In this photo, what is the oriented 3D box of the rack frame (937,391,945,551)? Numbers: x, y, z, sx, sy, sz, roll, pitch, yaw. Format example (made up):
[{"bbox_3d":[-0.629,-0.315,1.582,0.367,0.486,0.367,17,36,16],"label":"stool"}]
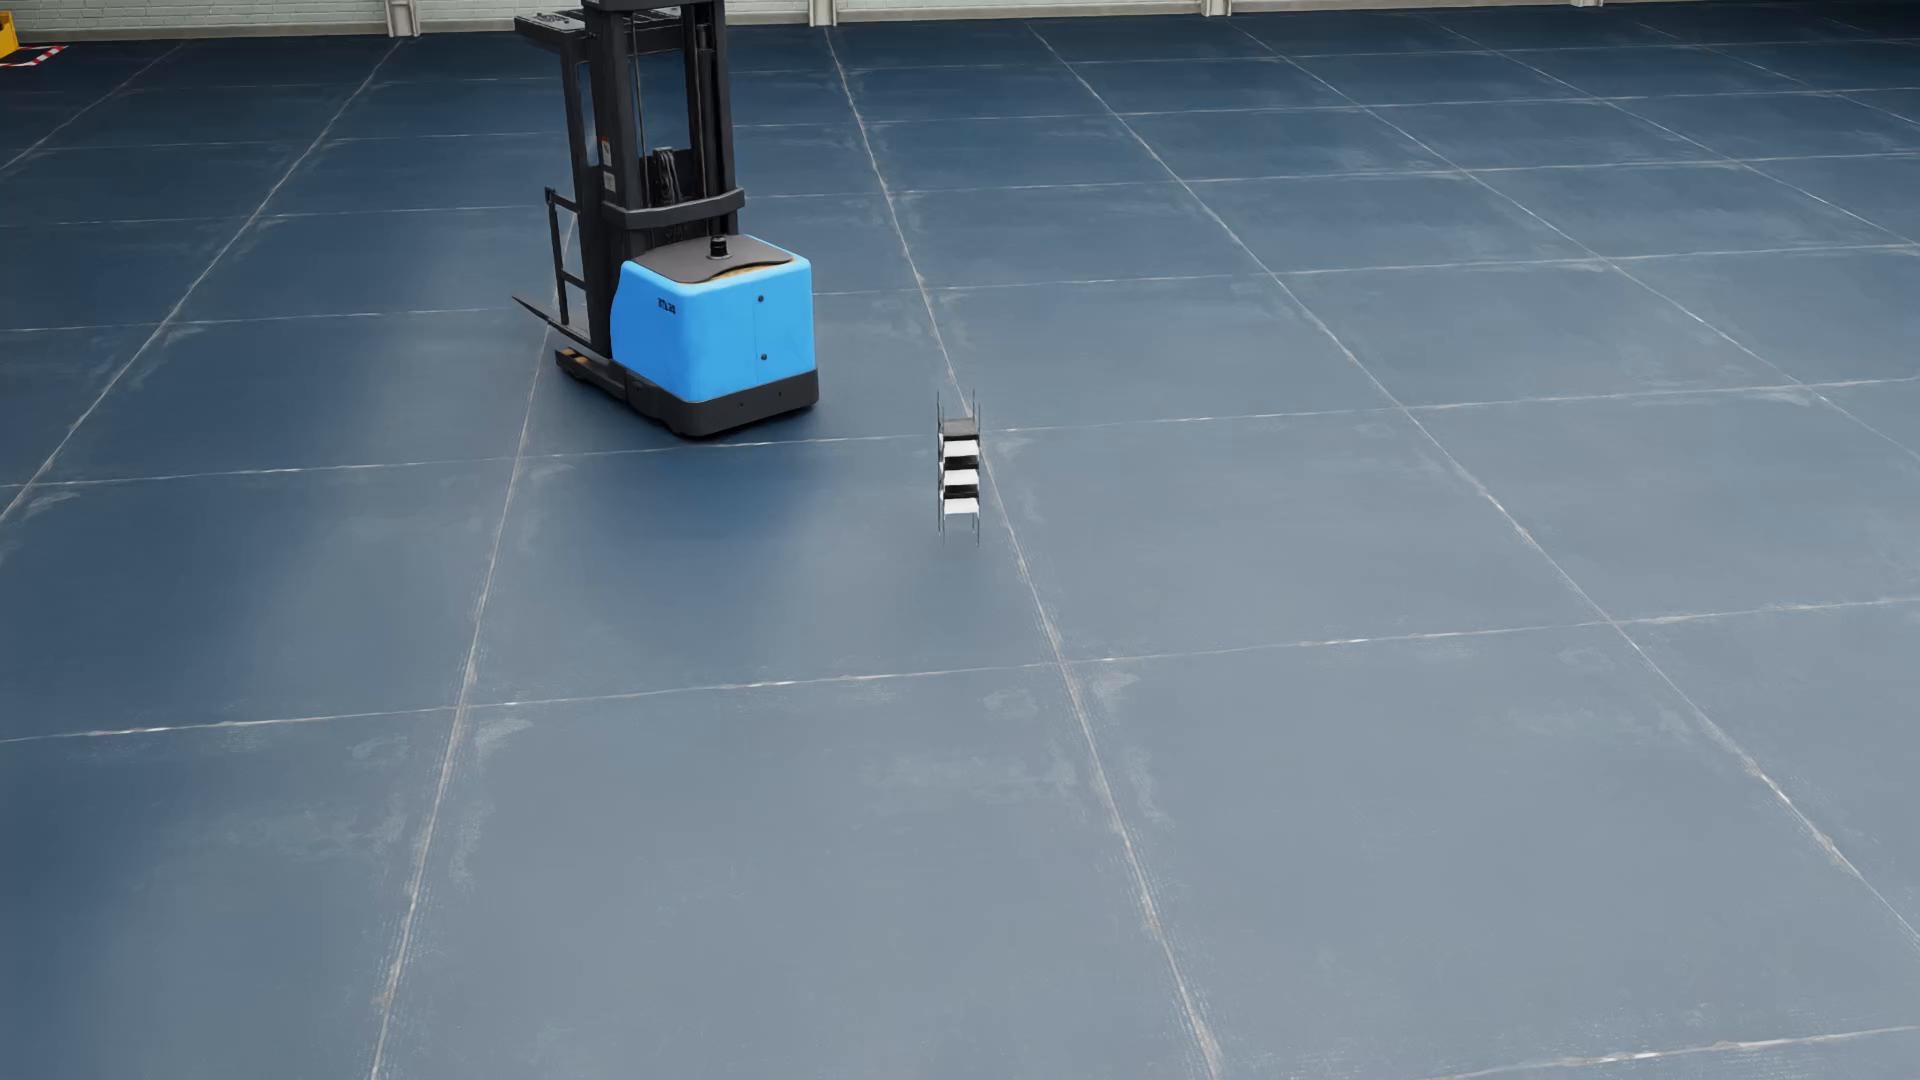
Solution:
[{"bbox_3d":[-0.109,-0.393,9.531,0.006,0.900,0.240,-4,27,-7],"label":"rack frame"}]

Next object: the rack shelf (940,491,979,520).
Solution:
[{"bbox_3d":[-0.008,-0.210,9.641,0.200,0.077,0.258,-4,27,-7],"label":"rack shelf"}]

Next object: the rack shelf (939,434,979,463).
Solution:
[{"bbox_3d":[-0.008,-0.530,9.477,0.200,0.077,0.258,-4,27,-7],"label":"rack shelf"}]

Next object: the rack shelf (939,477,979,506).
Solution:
[{"bbox_3d":[-0.008,-0.290,9.600,0.200,0.077,0.258,-4,27,-7],"label":"rack shelf"}]

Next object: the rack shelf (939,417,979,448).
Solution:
[{"bbox_3d":[-0.008,-0.610,9.436,0.200,0.077,0.258,-4,27,-7],"label":"rack shelf"}]

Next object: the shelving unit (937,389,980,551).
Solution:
[{"bbox_3d":[-0.008,-0.400,9.544,0.210,0.900,0.258,-4,27,-7],"label":"shelving unit"}]

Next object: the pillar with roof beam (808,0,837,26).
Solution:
[{"bbox_3d":[-1.436,-9.708,18.812,0.400,9.000,9.100,-4,27,-7],"label":"pillar with roof beam"}]

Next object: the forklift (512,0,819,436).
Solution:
[{"bbox_3d":[-2.294,-2.589,11.584,1.130,2.935,3.031,-20,34,-34],"label":"forklift"}]

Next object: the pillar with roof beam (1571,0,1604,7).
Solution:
[{"bbox_3d":[10.447,-10.471,20.300,0.400,9.000,9.100,-4,27,-7],"label":"pillar with roof beam"}]

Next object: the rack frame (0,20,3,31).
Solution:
[{"bbox_3d":[-13.104,-7.858,21.779,0.127,3.000,1.000,-4,27,-7],"label":"rack frame"}]

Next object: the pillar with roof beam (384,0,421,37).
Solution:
[{"bbox_3d":[-7.378,-9.326,18.068,0.400,9.000,9.100,-4,27,-7],"label":"pillar with roof beam"}]

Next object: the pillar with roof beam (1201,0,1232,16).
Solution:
[{"bbox_3d":[4.505,-10.089,19.556,0.400,9.000,9.100,-4,27,-7],"label":"pillar with roof beam"}]

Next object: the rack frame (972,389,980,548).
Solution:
[{"bbox_3d":[0.093,-0.406,9.556,0.006,0.900,0.240,-4,27,-7],"label":"rack frame"}]

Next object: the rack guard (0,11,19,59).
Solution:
[{"bbox_3d":[-13.080,-6.748,22.353,0.348,0.500,1.175,-4,27,-7],"label":"rack guard"}]

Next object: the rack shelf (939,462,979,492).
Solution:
[{"bbox_3d":[-0.008,-0.370,9.559,0.200,0.077,0.258,-4,27,-7],"label":"rack shelf"}]

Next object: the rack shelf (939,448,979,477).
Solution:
[{"bbox_3d":[-0.008,-0.450,9.518,0.200,0.077,0.258,-4,27,-7],"label":"rack shelf"}]
